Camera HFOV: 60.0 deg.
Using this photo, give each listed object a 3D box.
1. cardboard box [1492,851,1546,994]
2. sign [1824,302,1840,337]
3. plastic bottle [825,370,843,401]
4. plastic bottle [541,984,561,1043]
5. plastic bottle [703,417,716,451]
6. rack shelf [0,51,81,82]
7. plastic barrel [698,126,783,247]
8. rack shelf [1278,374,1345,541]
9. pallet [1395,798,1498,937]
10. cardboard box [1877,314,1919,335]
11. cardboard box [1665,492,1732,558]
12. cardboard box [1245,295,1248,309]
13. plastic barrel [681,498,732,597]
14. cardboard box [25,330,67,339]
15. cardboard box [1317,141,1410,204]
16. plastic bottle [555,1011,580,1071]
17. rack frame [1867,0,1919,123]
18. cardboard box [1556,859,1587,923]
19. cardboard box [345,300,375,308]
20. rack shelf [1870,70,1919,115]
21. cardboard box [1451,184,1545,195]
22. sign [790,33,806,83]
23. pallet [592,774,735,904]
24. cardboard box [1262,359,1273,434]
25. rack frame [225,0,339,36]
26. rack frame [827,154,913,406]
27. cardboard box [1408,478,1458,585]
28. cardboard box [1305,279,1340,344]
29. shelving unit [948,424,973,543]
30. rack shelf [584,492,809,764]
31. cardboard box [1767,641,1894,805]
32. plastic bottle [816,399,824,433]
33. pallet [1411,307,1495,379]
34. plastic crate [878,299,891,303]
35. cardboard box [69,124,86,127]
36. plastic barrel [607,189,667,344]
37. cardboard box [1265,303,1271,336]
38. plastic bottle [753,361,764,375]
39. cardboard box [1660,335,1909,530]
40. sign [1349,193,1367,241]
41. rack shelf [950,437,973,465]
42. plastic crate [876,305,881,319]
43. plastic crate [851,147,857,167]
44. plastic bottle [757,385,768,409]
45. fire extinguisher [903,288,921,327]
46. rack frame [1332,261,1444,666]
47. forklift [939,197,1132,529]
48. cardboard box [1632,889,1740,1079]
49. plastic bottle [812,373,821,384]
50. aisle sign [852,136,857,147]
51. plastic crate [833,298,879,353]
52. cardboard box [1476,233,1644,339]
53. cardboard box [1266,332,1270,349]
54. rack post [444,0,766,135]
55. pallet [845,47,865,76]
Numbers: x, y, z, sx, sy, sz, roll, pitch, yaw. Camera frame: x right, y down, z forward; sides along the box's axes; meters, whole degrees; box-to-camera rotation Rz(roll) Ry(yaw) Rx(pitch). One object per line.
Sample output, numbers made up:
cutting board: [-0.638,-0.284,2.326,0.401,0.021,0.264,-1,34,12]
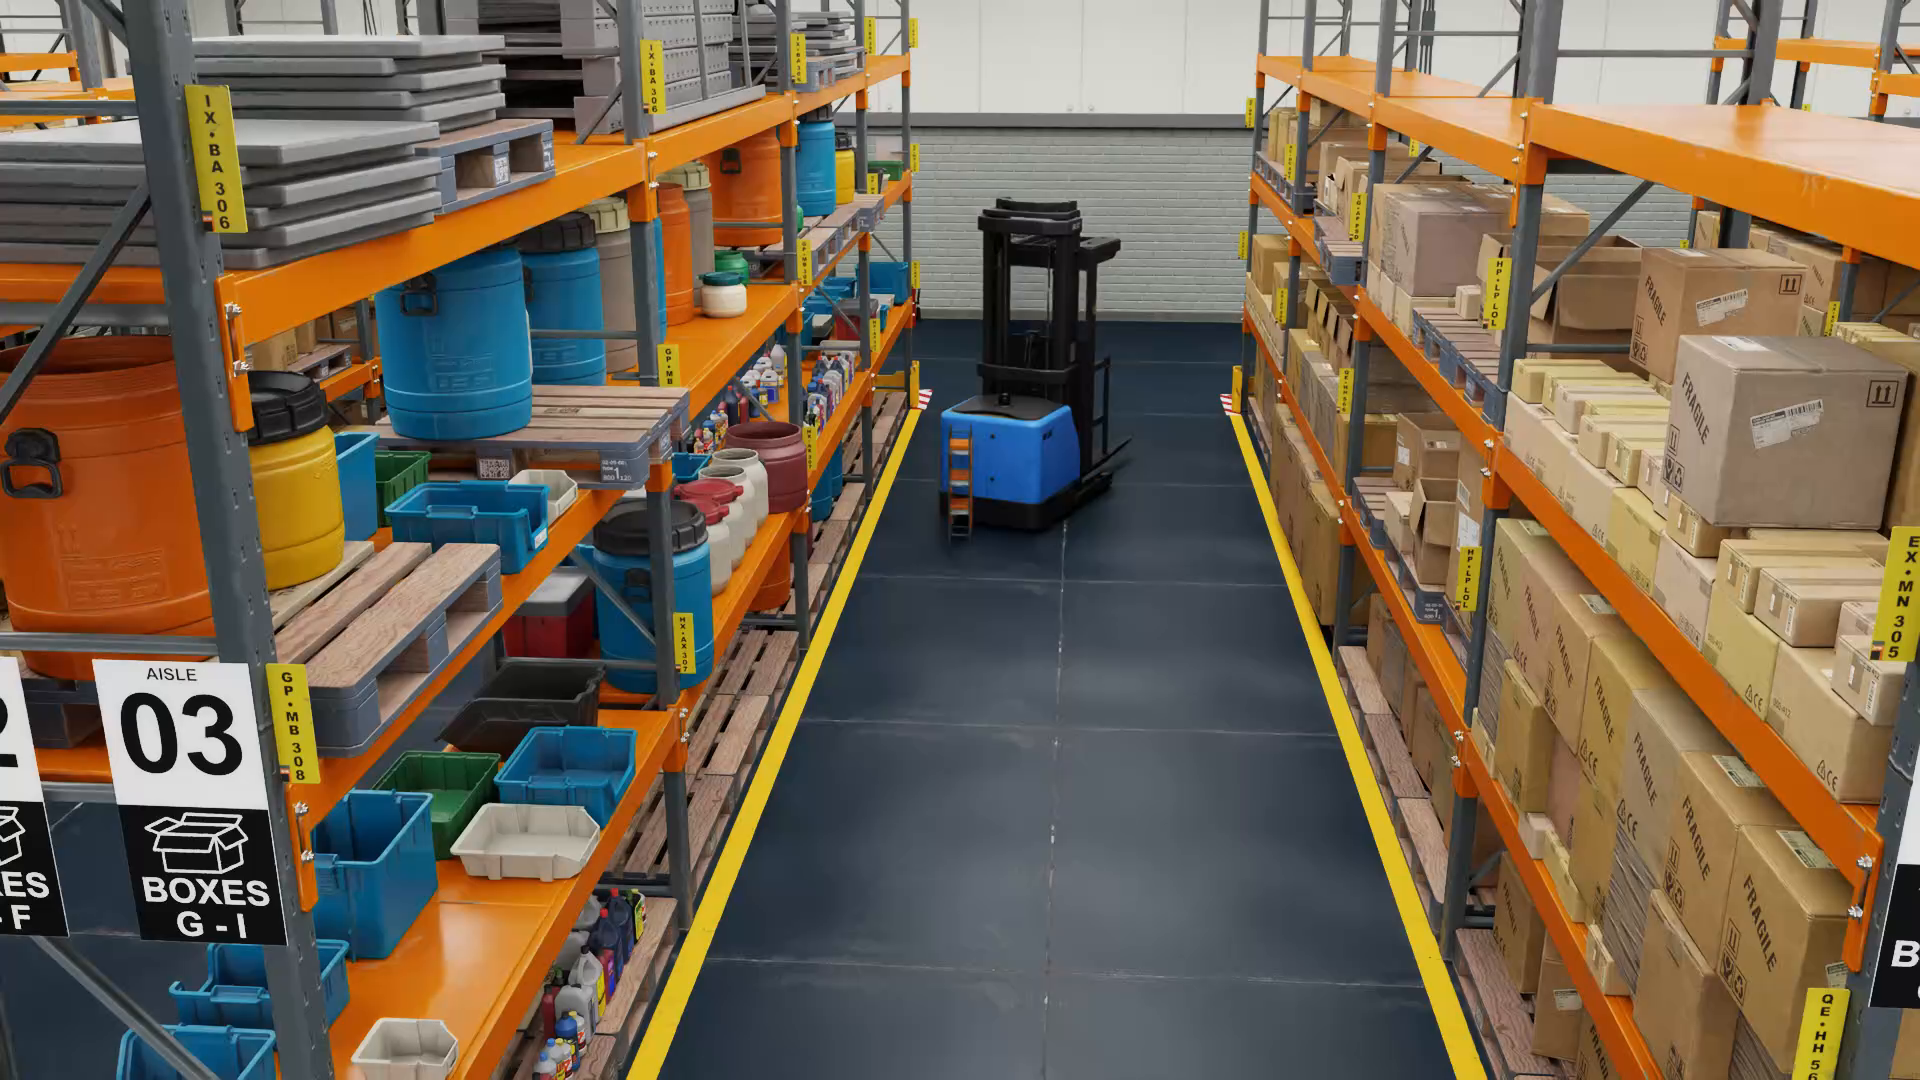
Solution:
cardboard box: [2.932,1.860,8.097,0.500,0.500,0.500,1,18,2]
sign: [7.972,-2.016,15.194,0.100,0.325,0.005,1,18,4]
plastic bottle: [-1.134,-1.388,14.869,0.152,0.276,0.135,1,18,4]
plastic bottle: [-1.857,2.134,7.576,0.061,0.283,0.133,1,18,4]
plastic bottle: [-1.992,-0.846,13.222,0.097,0.271,0.097,0,18,0]
rack shelf: [-11.104,-5.008,17.881,1.077,0.370,4.000,1,18,4]
plastic barrel: [-1.609,-2.610,12.217,0.600,0.830,0.708,1,18,4]
rack shelf: [3.431,-0.774,13.949,1.077,0.370,4.000,1,18,4]
pallet: [3.055,1.831,9.322,1.003,0.211,1.213,1,18,4]
cardboard box: [8.801,-1.931,15.689,0.500,0.500,0.500,1,18,3]
cardboard box: [2.523,-0.050,5.370,0.380,0.149,0.250,0,18,1]
cardboard box: [3.506,-2.757,19.249,0.380,0.149,0.250,1,18,5]
plastic barrel: [-1.600,0.053,10.053,0.433,0.535,0.433,0,18,0]
cardboard box: [-11.102,-2.454,20.221,0.380,0.149,0.250,1,18,4]
cardboard box: [3.542,-3.229,14.634,0.700,0.500,0.500,2,18,5]
plastic bottle: [-1.739,2.211,7.361,0.097,0.271,0.097,0,18,0]
rack frame: [8.514,-4.445,14.365,1.000,3.000,0.127,1,18,4]
cardboard box: [2.591,1.394,6.583,0.380,0.149,0.250,1,18,4]
cardboard box: [-5.992,-2.622,16.667,0.500,0.500,0.500,2,18,5]
rack shelf: [8.371,-3.292,12.643,1.077,0.370,4.000,1,18,4]
cardboard box: [3.503,-2.051,10.911,0.500,0.500,0.500,2,18,5]
sign: [-1.104,-3.292,11.364,0.100,0.325,0.005,1,18,4]
pallet: [-1.922,1.718,9.668,1.003,0.211,1.213,1,18,4]
cardboard box: [3.830,-1.686,18.315,0.875,0.875,0.875,1,18,4]
rack frame: [-6.307,-4.810,15.477,1.000,3.000,0.127,1,18,4]
rack frame: [-1.079,-3.089,19.861,1.000,3.000,0.127,1,18,4]
cardboard box: [3.033,-0.041,9.718,0.797,0.503,0.637,3,18,10]
cardboard box: [3.537,-2.062,14.955,0.797,0.503,0.637,1,18,2]
shelving unit: [0.004,-0.516,15.137,0.215,1.050,0.252,1,18,4]
rack shelf: [-1.796,0.358,10.495,1.077,0.370,4.000,1,18,4]
cardboard box: [2.495,0.481,4.389,0.500,0.250,0.500,2,18,5]
plastic bottle: [-1.171,-1.034,13.777,0.061,0.283,0.133,1,18,4]
pallet: [3.222,-1.100,9.273,1.213,0.211,1.003,1,18,4]
plastic crate: [-0.992,-2.646,18.834,0.396,0.136,0.243,1,18,4]
cardboard box: [-6.519,-2.958,12.878,0.500,0.500,0.500,1,18,4]
plastic barrel: [-2.026,-1.595,9.679,0.600,0.901,0.708,1,18,4]
cardboard box: [3.415,-2.269,17.120,0.500,0.250,0.500,2,18,5]
plastic bottle: [-1.841,-1.502,15.222,0.097,0.271,0.097,0,18,0]
cardboard box: [2.573,-0.348,5.238,0.500,0.500,0.500,1,18,4]
sign: [2.734,-2.218,11.427,0.100,0.325,0.005,1,18,4]
rack shelf: [0.004,-0.775,15.052,0.215,0.259,0.240,1,18,4]
plastic crate: [-1.073,-2.289,17.514,0.437,0.282,0.530,1,18,4]
plastic crate: [-1.385,-4.339,19.068,0.497,0.269,0.590,1,18,4]
plastic bottle: [-1.737,-1.261,14.600,0.097,0.201,0.097,0,18,0]
fire extinguisher: [-0.615,-2.912,20.043,0.296,0.674,0.183,1,18,4]
rack frame: [3.287,-0.494,11.941,1.000,3.000,0.127,1,18,4]
forklift: [0.894,-1.908,16.366,1.130,2.935,3.031,8,20,24]
cardboard box: [2.697,1.473,5.298,0.875,0.500,0.500,1,18,4]
plastic bottle: [-1.270,-1.341,14.733,0.097,0.271,0.097,0,18,0]
aisle sign: [-1.371,-4.354,19.545,0.394,0.787,0.004,1,18,4]
plastic crate: [-1.052,-2.178,16.880,0.402,0.464,0.583,1,18,4]
cardboard box: [3.200,-1.362,8.933,0.797,0.503,0.637,2,18,6]
cardboard box: [3.343,-2.039,17.058,0.380,0.149,0.250,2,18,5]
rack post: [-1.884,-2.922,9.394,1.013,1.000,3.121,1,18,4]
pallet: [-1.395,-4.160,14.441,1.003,0.211,1.213,1,18,4]
